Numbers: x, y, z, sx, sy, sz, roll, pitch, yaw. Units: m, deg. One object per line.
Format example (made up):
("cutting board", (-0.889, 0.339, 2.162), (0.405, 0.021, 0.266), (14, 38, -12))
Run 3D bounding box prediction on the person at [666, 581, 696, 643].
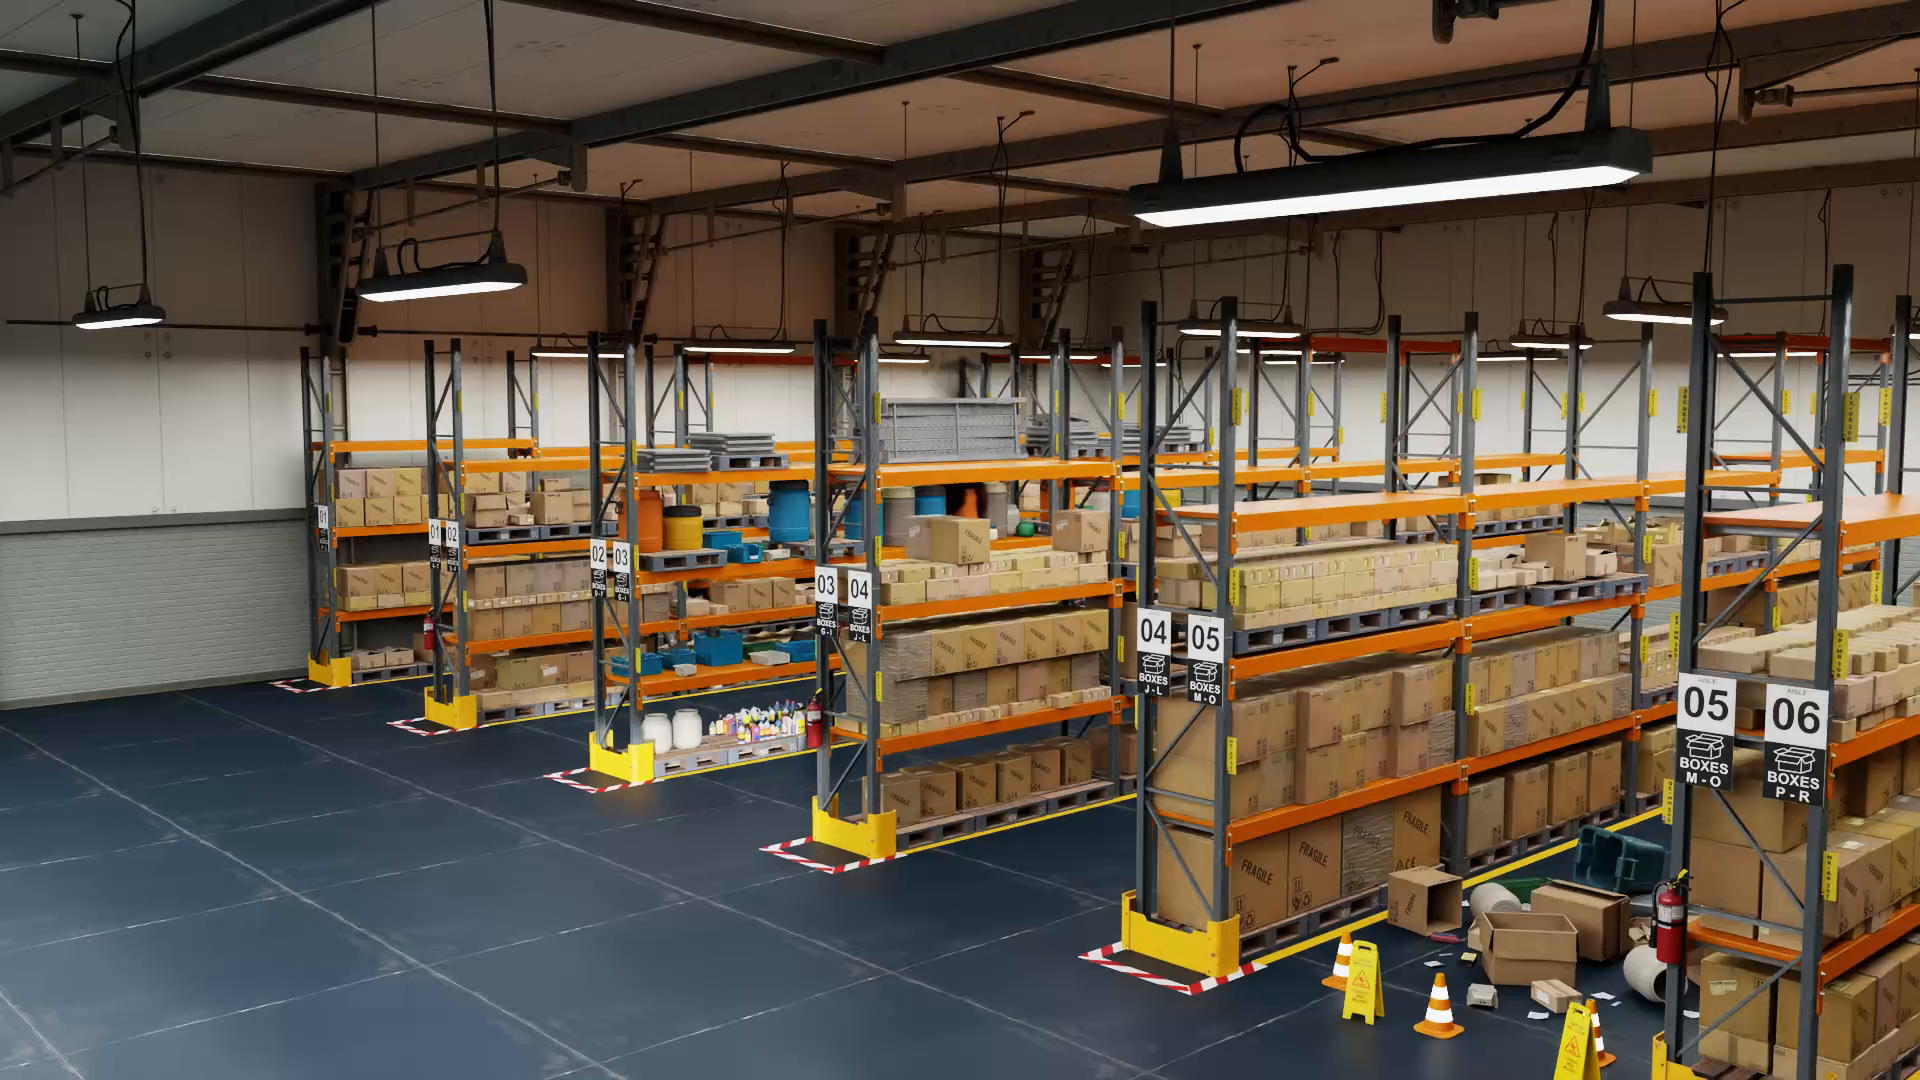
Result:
("person", (-5.414, 1.503, 32.343), (0.665, 1.732, 1.054), (4, 6, 36))
